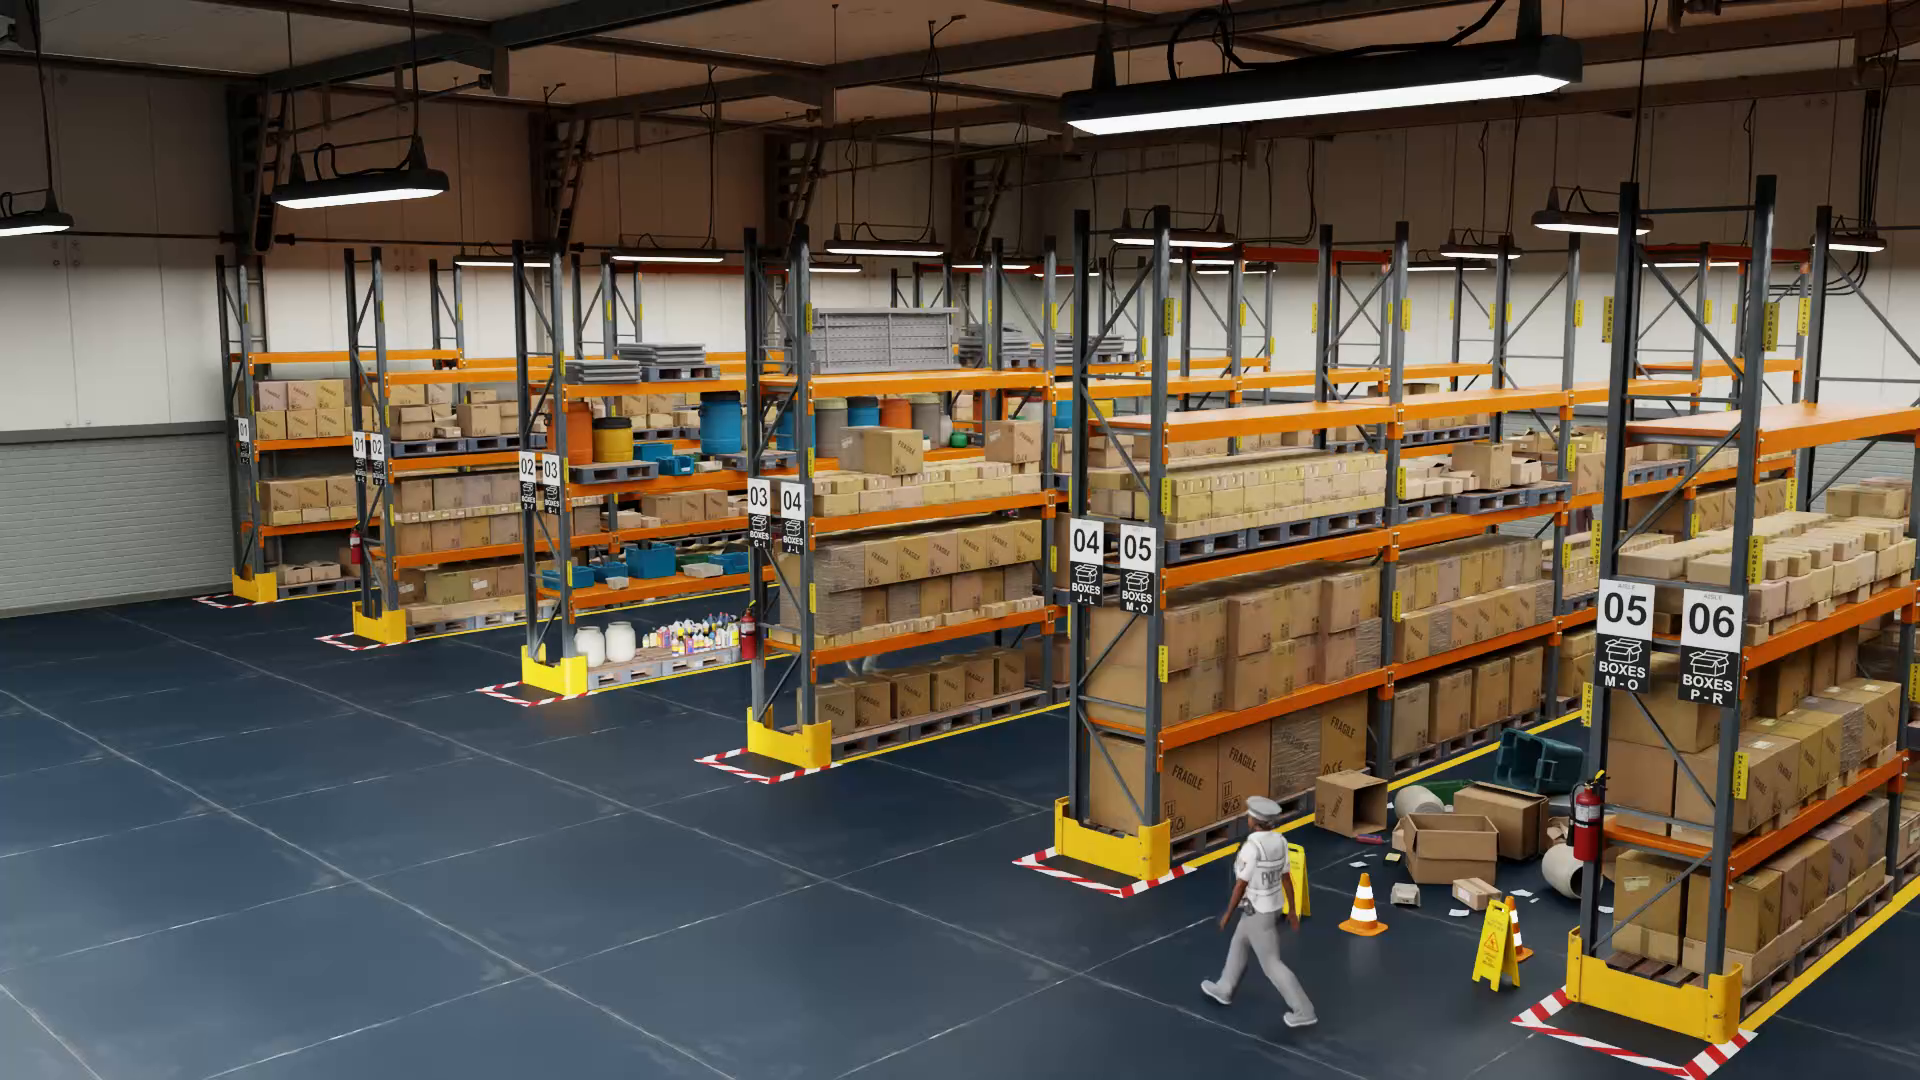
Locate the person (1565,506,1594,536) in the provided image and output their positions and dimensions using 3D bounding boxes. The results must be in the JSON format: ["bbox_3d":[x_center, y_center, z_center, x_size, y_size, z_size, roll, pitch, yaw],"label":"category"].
[{"bbox_3d":[11.578,-0.121,31.260,0.671,1.735,1.086,4,9,24],"label":"person"}]

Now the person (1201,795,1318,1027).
[{"bbox_3d":[2.146,2.660,12.021,0.979,1.633,0.448,5,9,31],"label":"person"}]

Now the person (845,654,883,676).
[{"bbox_3d":[-1.305,1.046,22.897,0.534,1.747,0.529,-1,8,-10],"label":"person"}]
